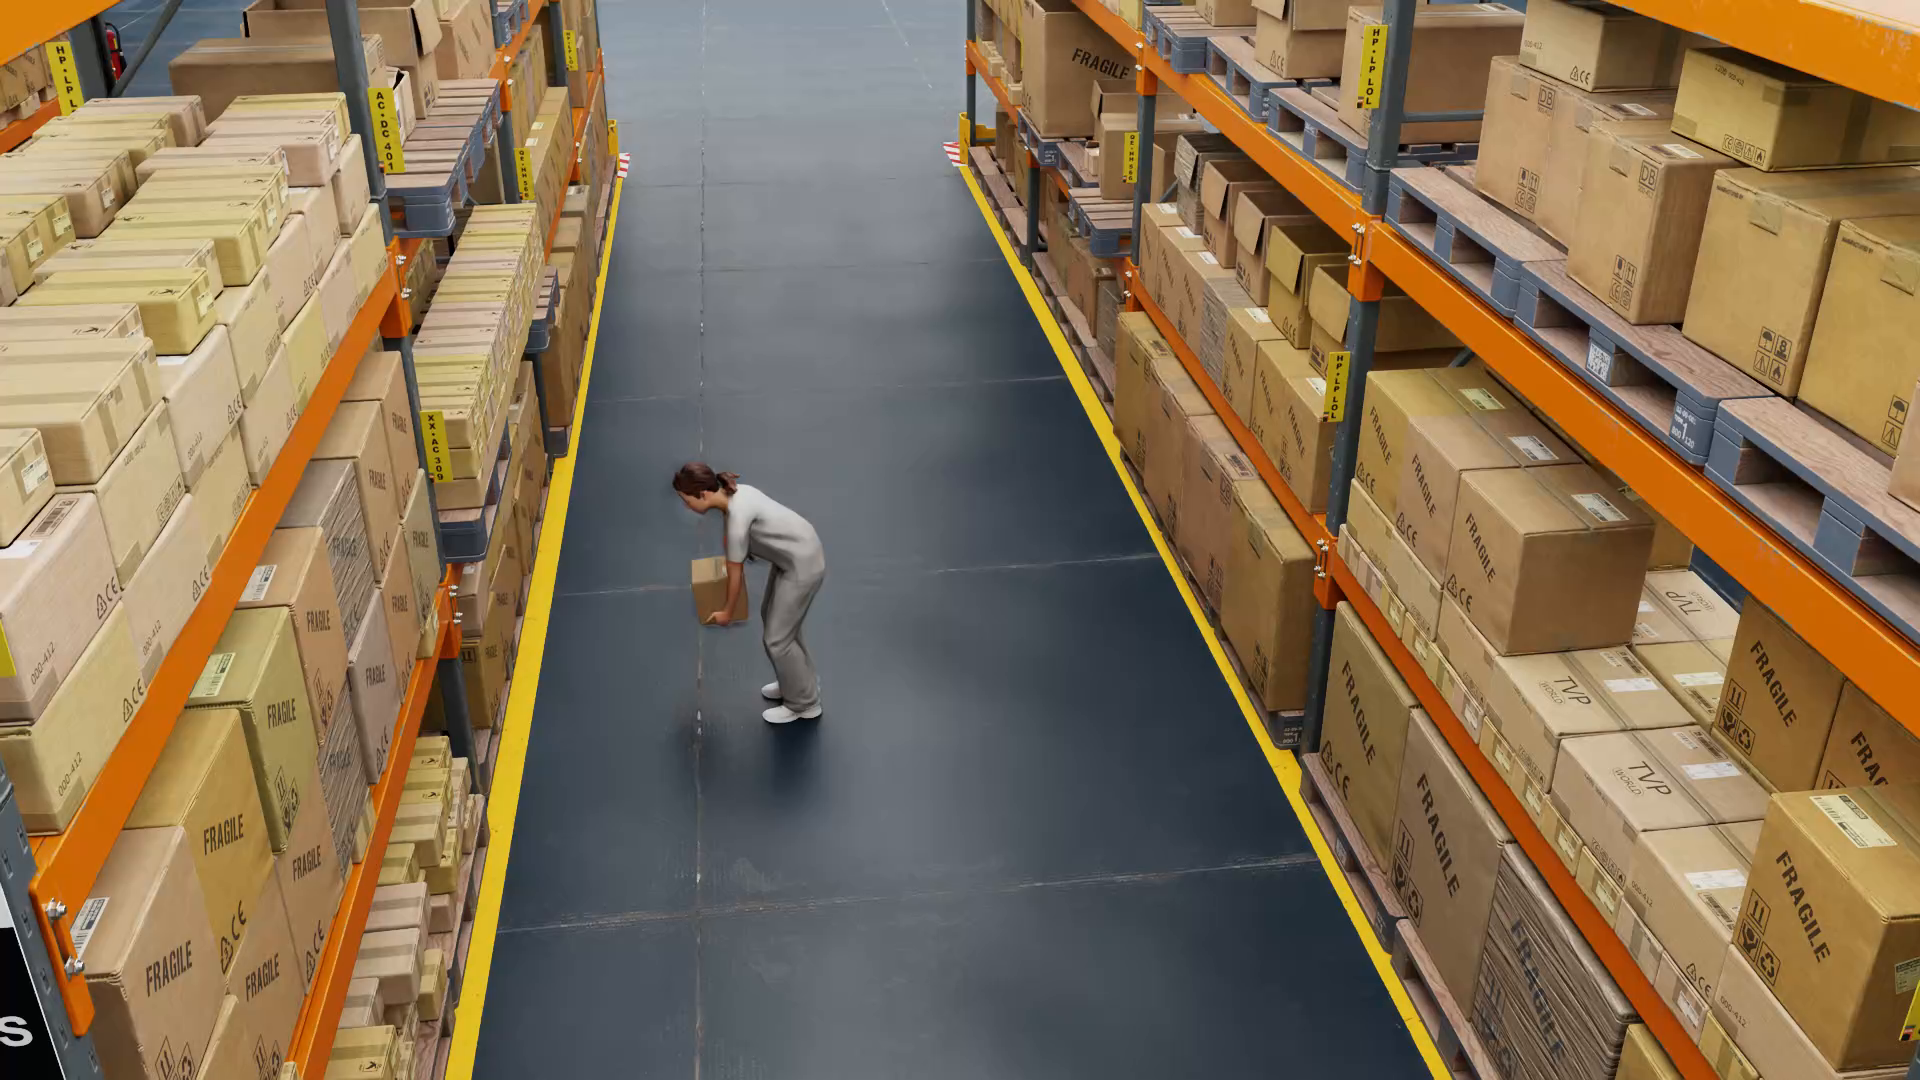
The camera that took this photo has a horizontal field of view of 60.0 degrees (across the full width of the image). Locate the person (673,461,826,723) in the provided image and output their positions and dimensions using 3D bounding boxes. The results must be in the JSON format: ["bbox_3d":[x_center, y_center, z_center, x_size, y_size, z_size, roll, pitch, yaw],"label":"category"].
[{"bbox_3d":[-1.037,0.245,8.401,0.724,1.445,0.416,-4,28,-8],"label":"person"}]
